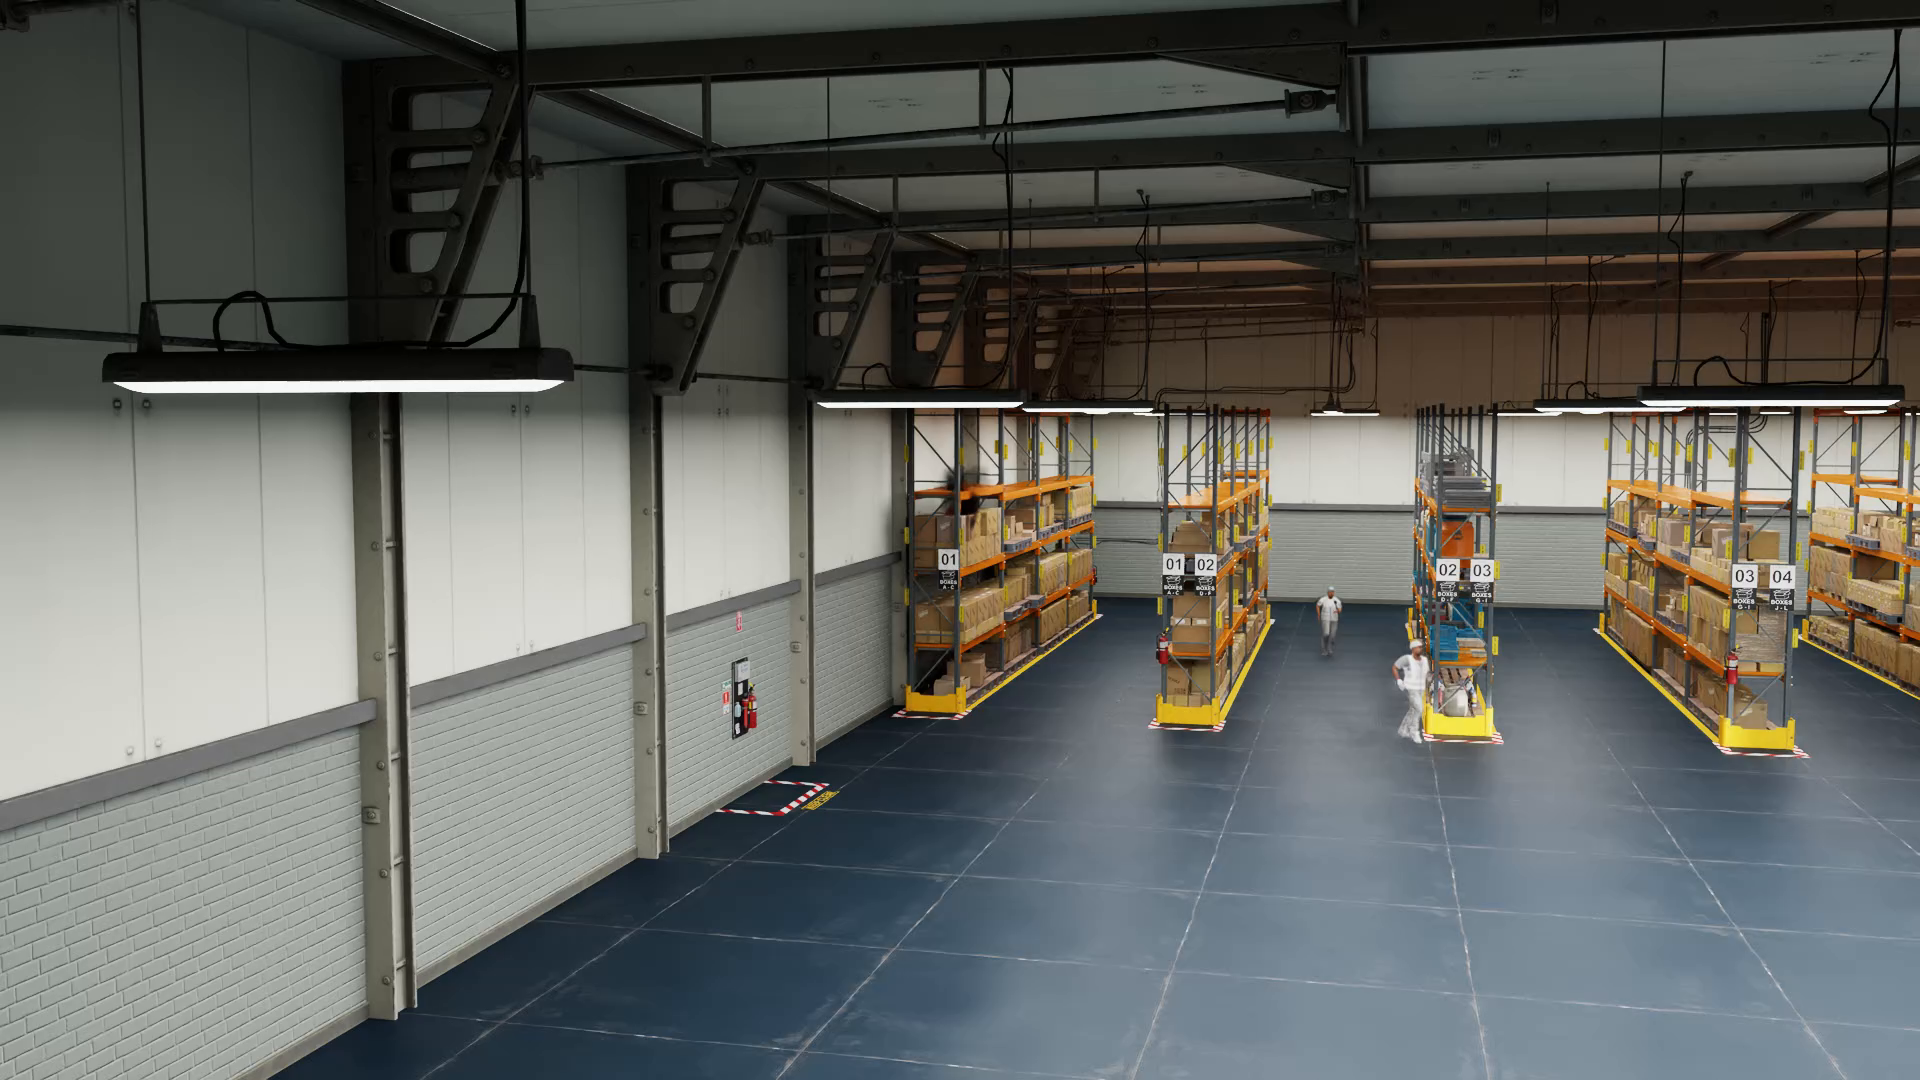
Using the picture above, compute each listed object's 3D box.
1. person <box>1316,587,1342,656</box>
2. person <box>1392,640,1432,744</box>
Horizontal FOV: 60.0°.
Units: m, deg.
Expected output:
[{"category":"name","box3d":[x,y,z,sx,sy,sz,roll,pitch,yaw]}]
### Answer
[{"category":"person","box3d":[8.938,1.975,40.199,0.578,1.689,0.682,0,4,1]},{"category":"person","box3d":[8.111,2.682,29.618,0.668,1.800,0.657,-2,5,-31]}]
